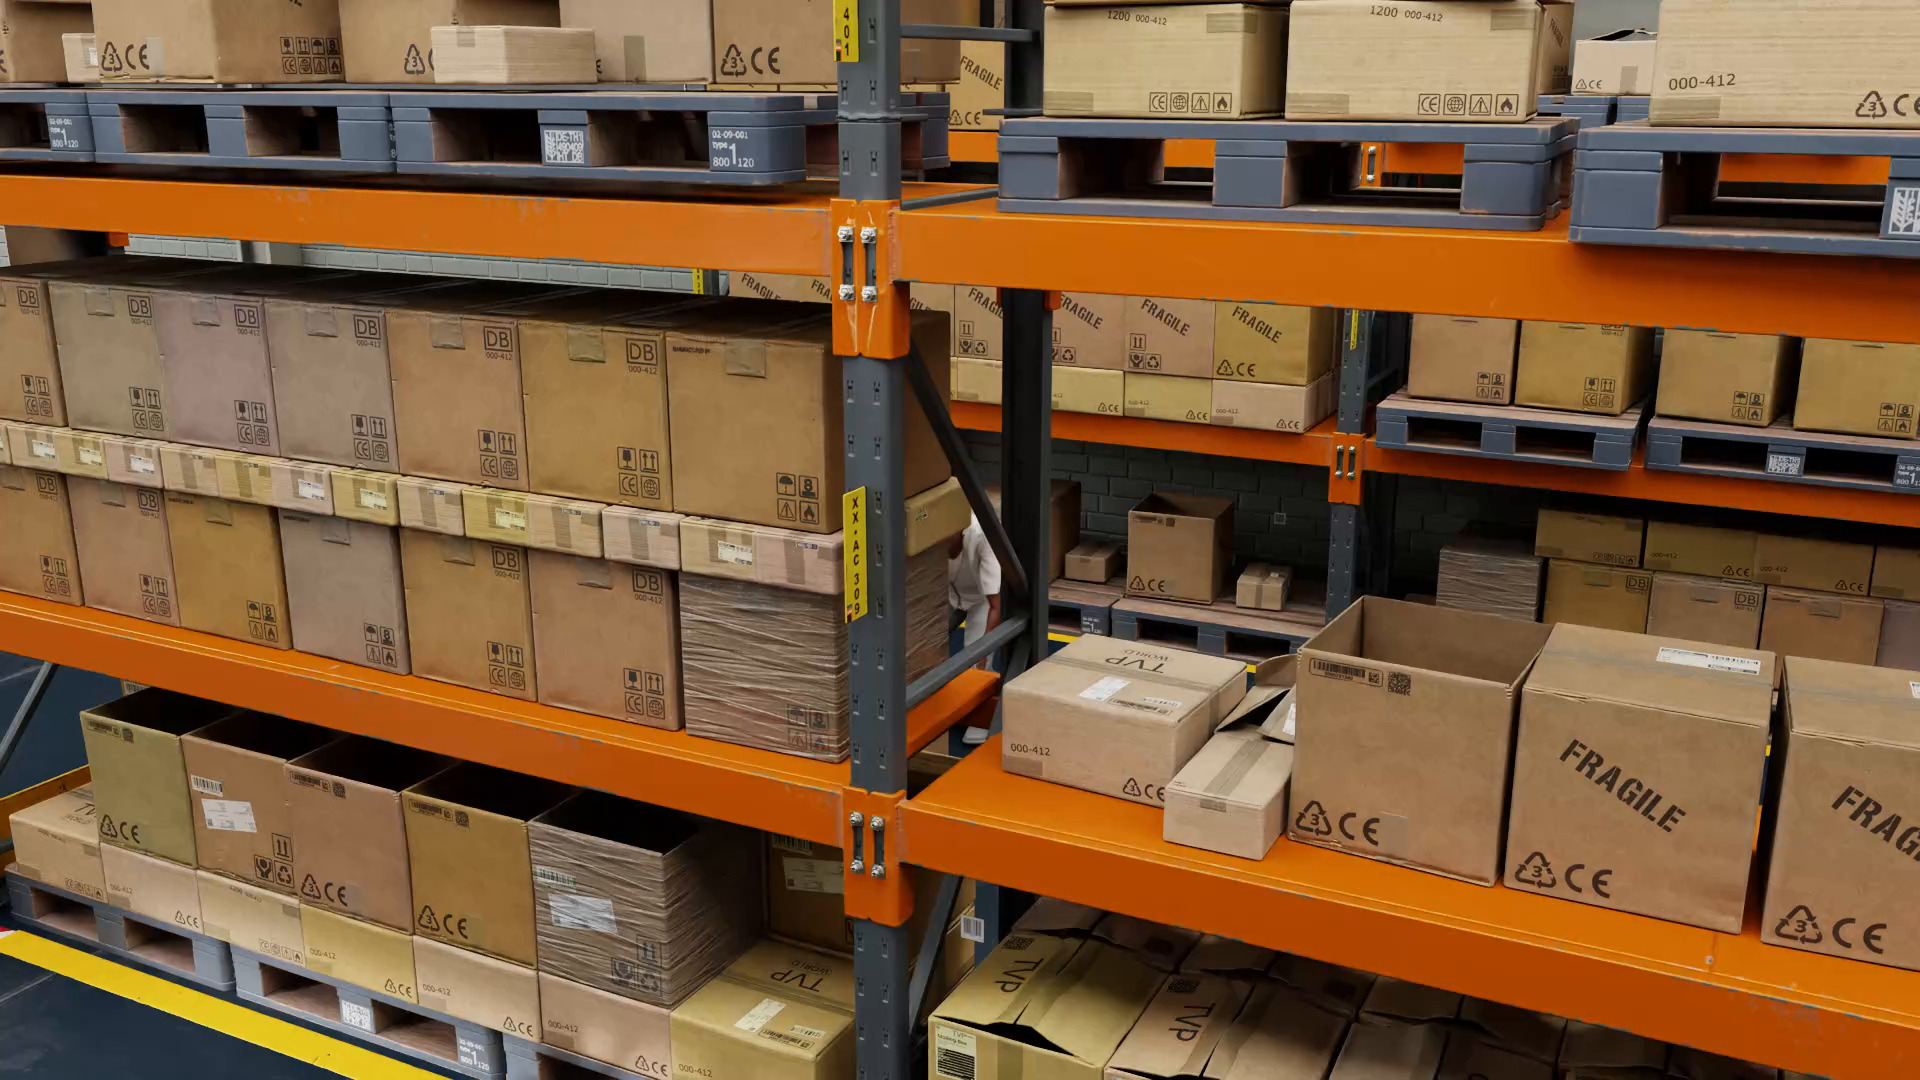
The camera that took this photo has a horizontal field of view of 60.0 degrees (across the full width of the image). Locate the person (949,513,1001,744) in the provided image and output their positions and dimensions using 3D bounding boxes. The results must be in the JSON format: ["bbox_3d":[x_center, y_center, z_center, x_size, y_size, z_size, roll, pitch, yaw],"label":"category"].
[{"bbox_3d":[-0.007,0.350,7.898,0.627,1.283,0.817,8,17,26],"label":"person"}]
